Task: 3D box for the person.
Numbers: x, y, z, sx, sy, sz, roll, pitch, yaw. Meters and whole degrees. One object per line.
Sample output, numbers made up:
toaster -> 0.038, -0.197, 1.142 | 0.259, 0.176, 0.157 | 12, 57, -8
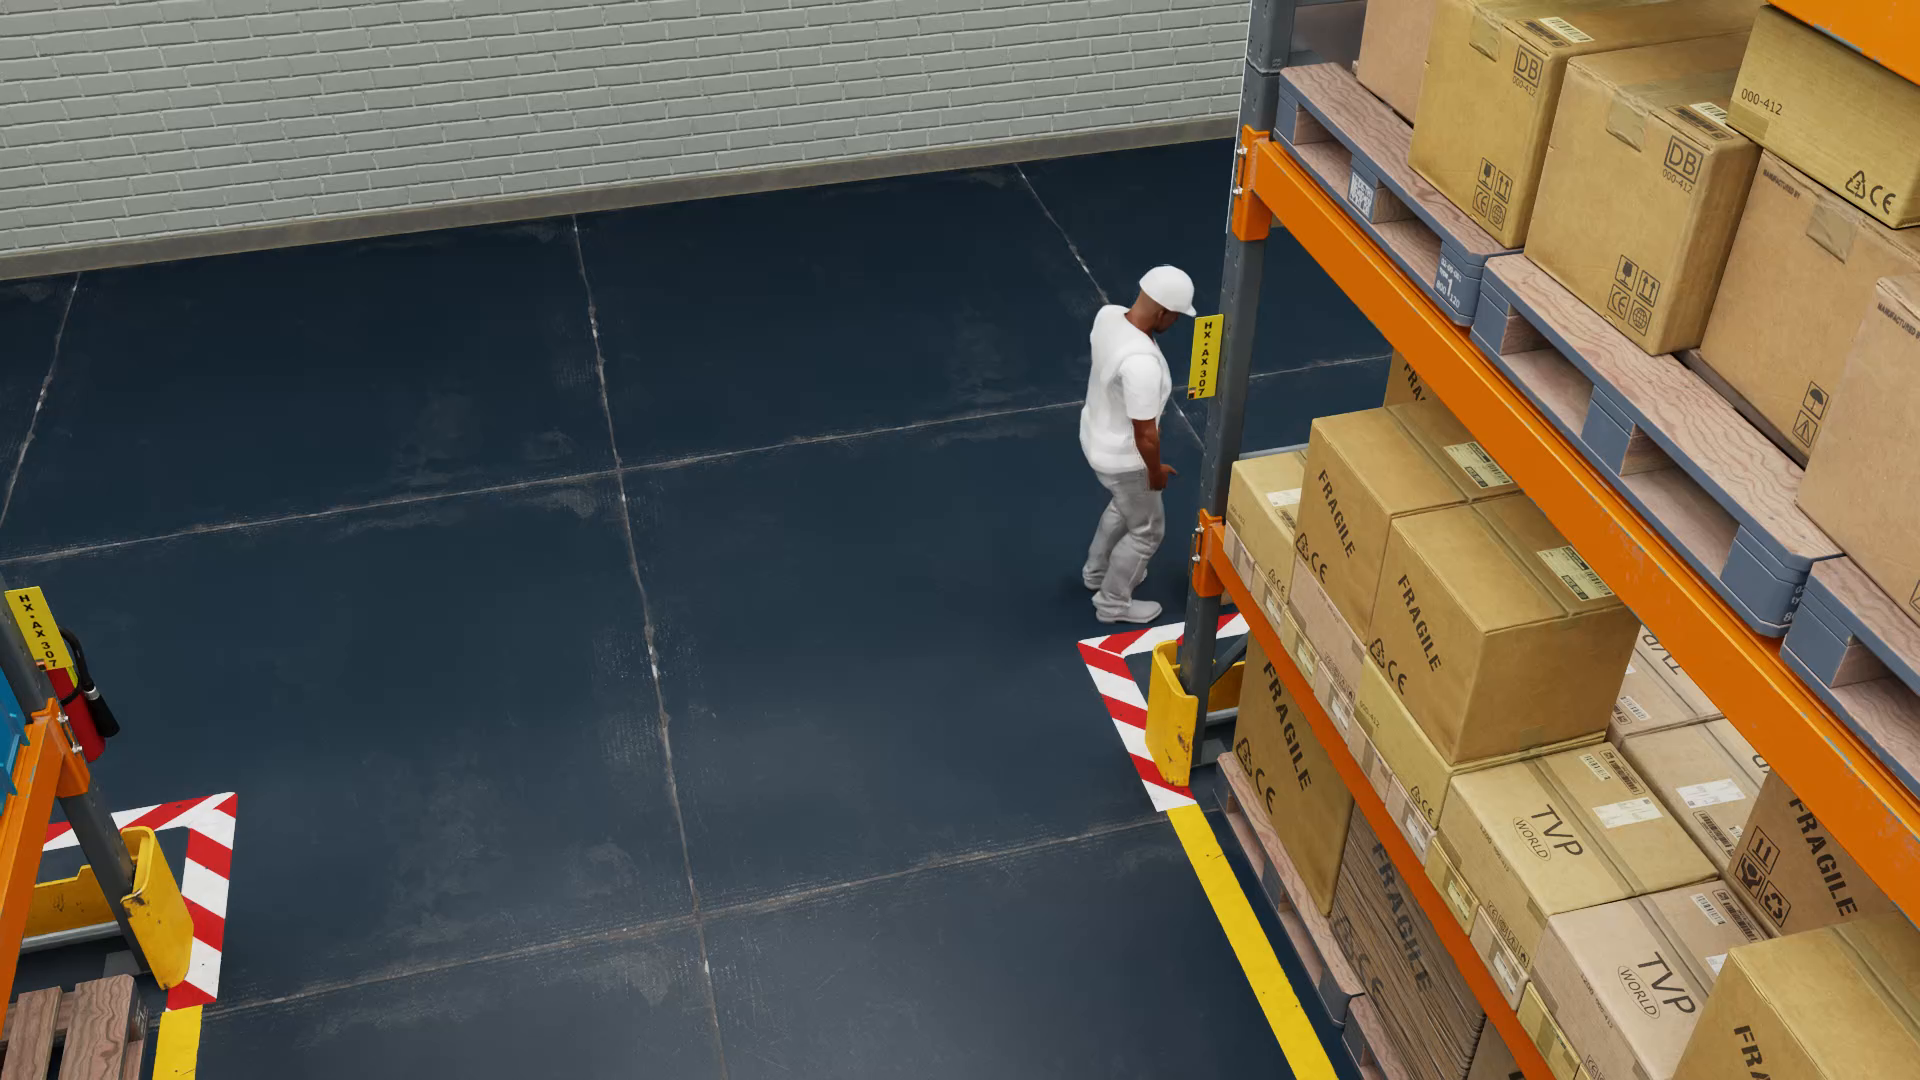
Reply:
person -> 0.757, -0.422, 7.277 | 0.453, 1.717, 0.591 | -5, 38, -6
